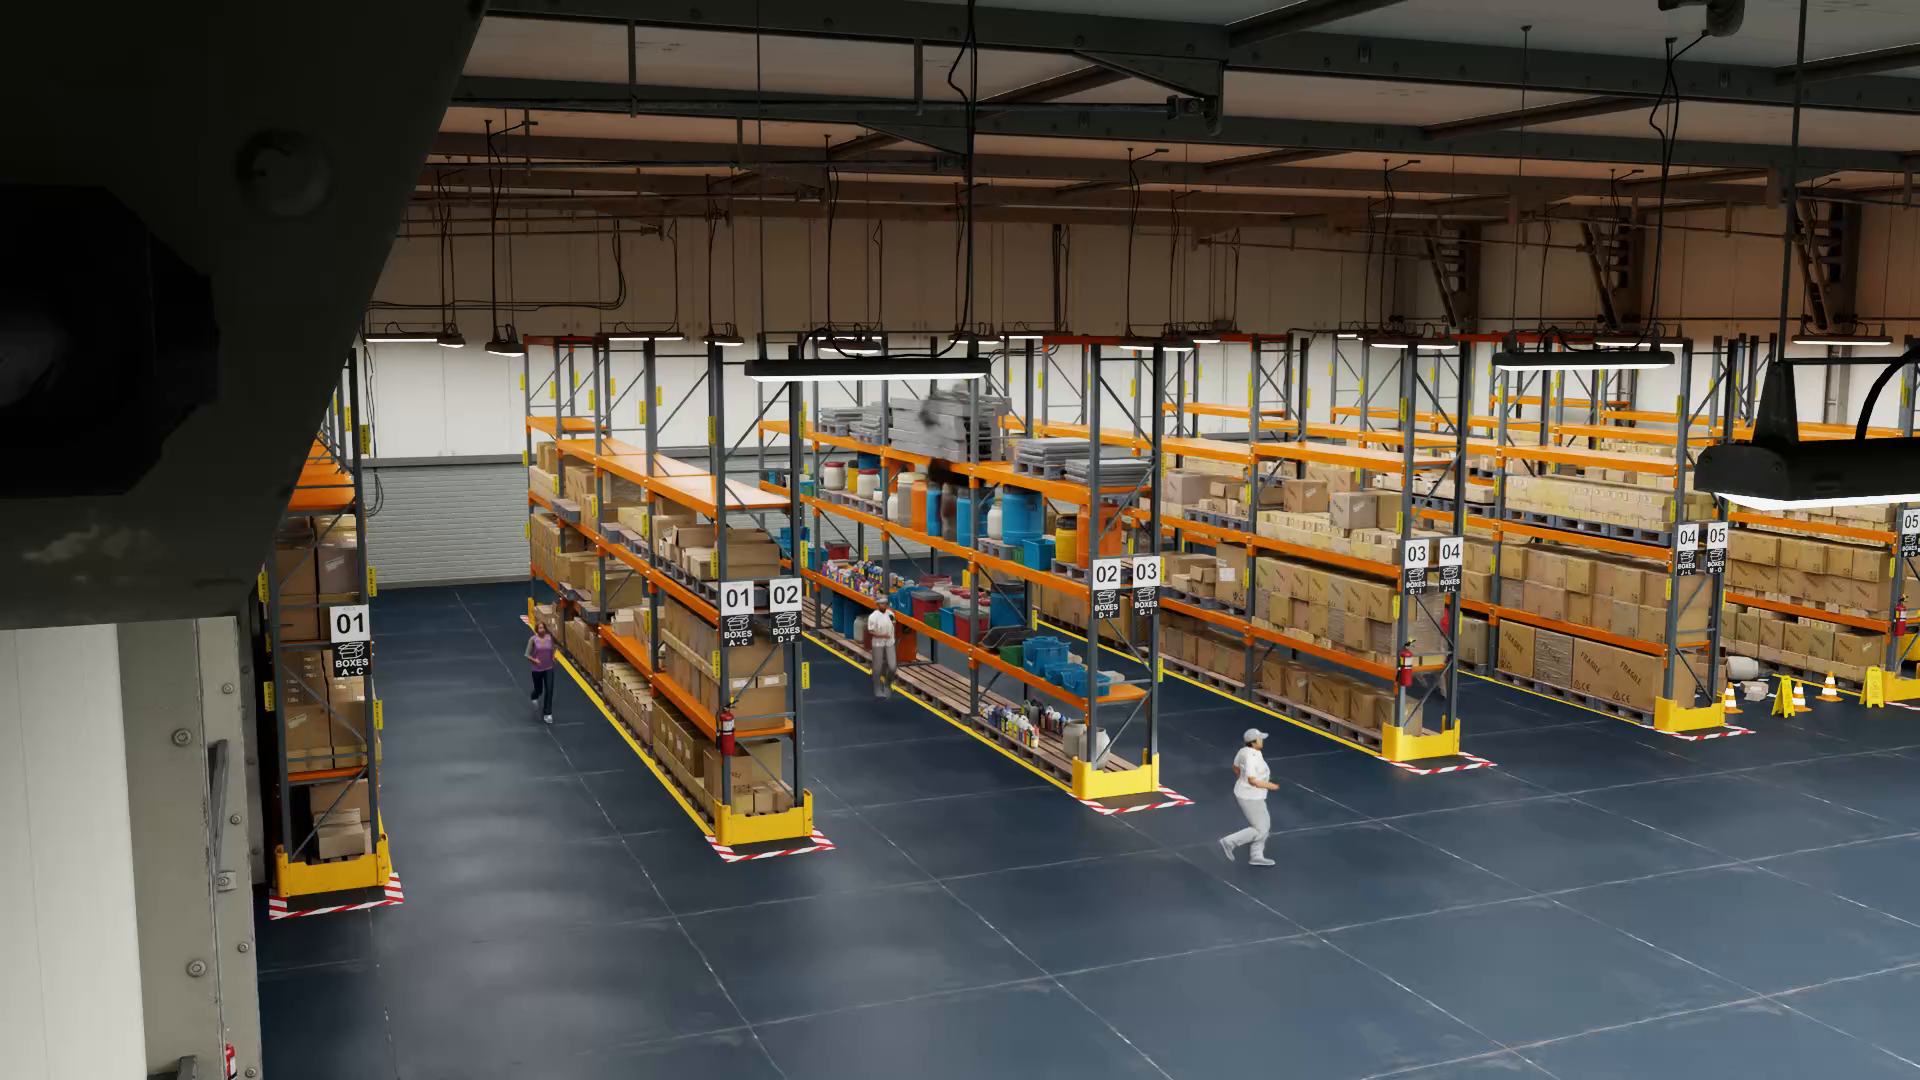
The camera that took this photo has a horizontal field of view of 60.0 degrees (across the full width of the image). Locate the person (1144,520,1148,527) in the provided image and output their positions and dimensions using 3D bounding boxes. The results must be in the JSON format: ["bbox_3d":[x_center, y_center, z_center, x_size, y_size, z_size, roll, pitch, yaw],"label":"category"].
[{"bbox_3d":[4.820,-0.021,41.750,0.662,1.691,0.791,-3,8,-19],"label":"person"}]

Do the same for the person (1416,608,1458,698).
[{"bbox_3d":[8.034,1.739,28.019,0.665,1.706,0.991,-6,9,-36],"label":"person"}]

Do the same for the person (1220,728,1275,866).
[{"bbox_3d":[3.330,2.977,19.221,0.668,1.624,0.558,0,8,-2],"label":"person"}]

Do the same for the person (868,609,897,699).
[{"bbox_3d":[-1.216,1.824,26.512,0.518,1.465,0.558,-3,8,-21],"label":"person"}]

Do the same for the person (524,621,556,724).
[{"bbox_3d":[-6.617,2.057,26.311,0.539,1.591,0.831,-4,9,-30],"label":"person"}]
